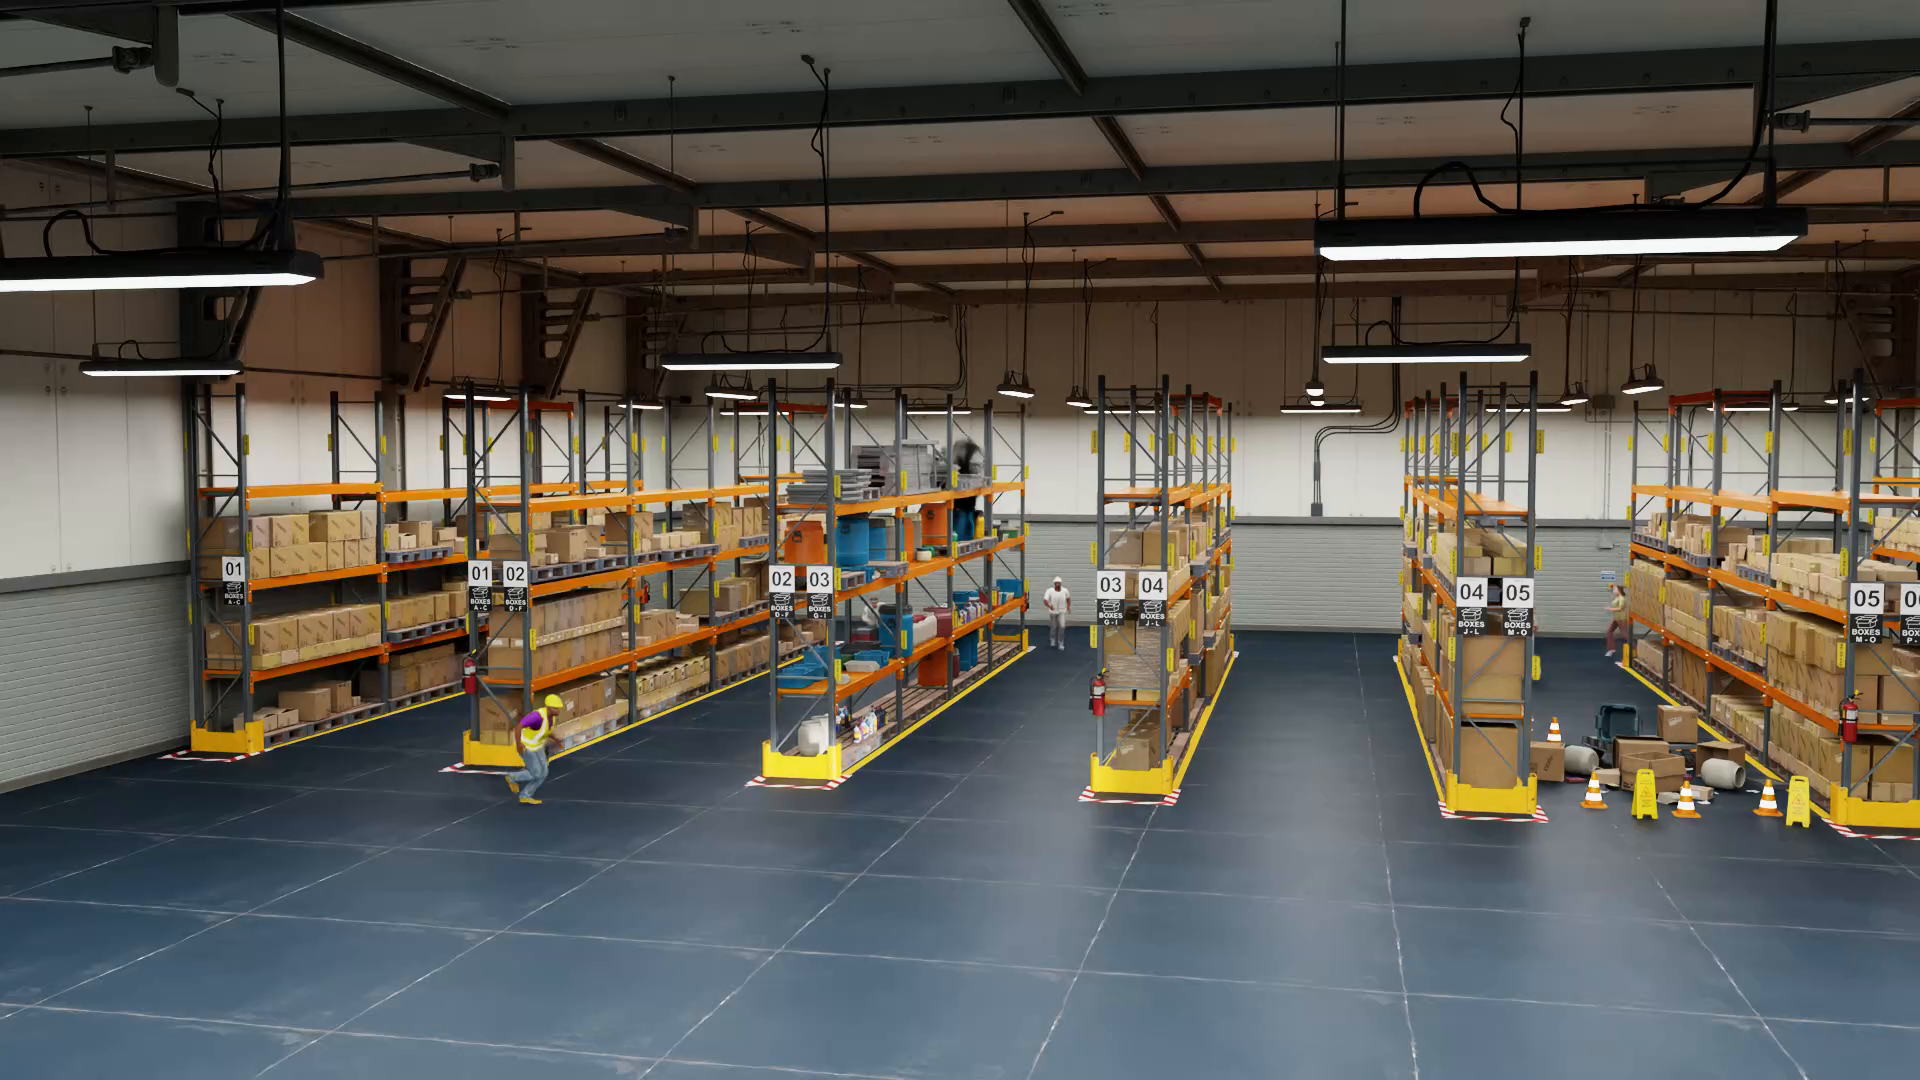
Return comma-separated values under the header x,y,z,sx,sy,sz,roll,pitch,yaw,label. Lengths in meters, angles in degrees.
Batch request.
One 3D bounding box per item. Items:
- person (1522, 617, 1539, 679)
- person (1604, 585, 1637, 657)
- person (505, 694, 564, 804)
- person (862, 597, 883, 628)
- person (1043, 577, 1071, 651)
x,y,z,sx,sy,sz,roll,pitch,yaw,label
12.120,2.175,35.516,0.560,1.618,0.735,0,3,-5,person
15.585,1.923,39.222,0.824,1.721,0.550,0,3,2,person
-5.912,2.909,23.062,0.941,1.562,0.726,1,3,20,person
-2.055,2.043,39.491,0.609,1.458,1.087,-1,3,-10,person
2.376,1.774,40.708,0.682,1.767,0.843,0,3,-2,person
